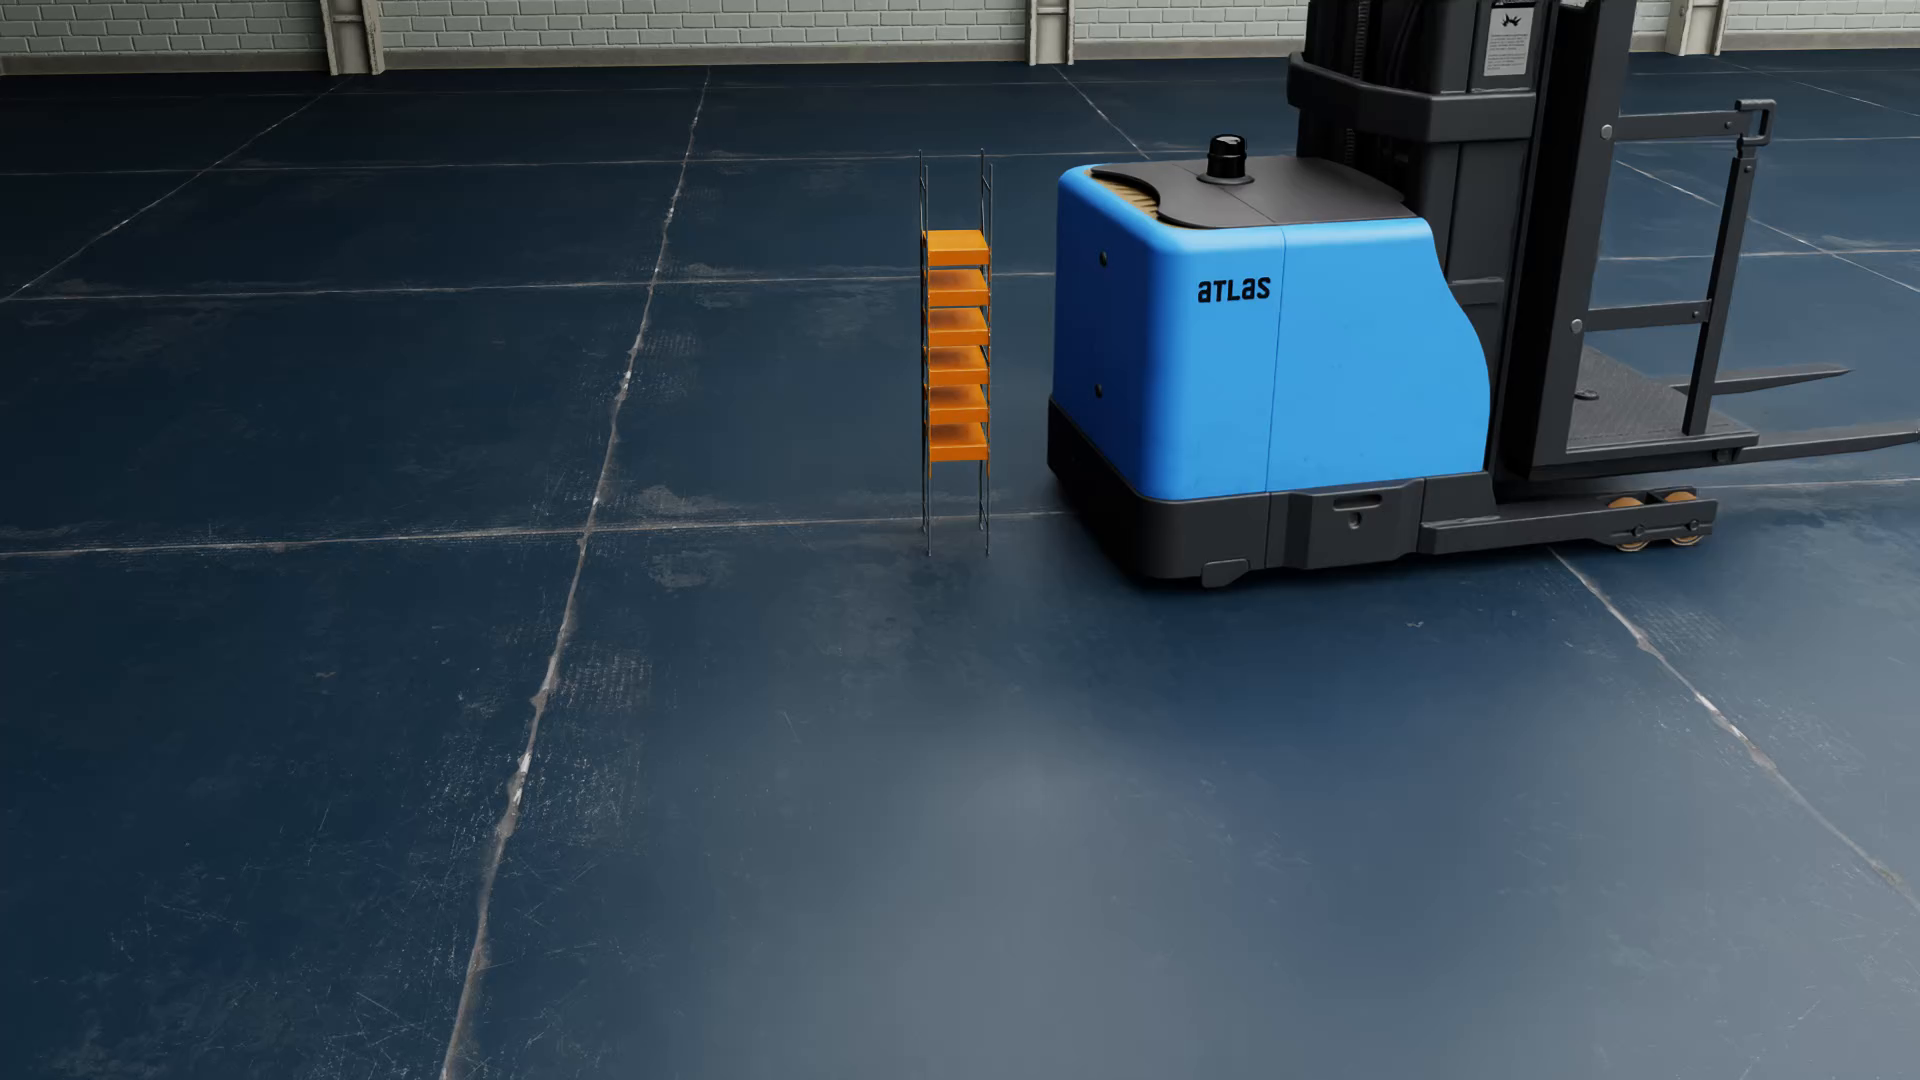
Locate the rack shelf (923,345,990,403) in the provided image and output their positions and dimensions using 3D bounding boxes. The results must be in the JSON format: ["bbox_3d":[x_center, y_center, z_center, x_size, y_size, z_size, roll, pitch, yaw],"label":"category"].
[{"bbox_3d":[-0.014,-0.507,5.023,0.180,0.103,0.258,-2,24,-5],"label":"rack shelf"}]

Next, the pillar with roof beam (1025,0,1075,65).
[{"bbox_3d":[1.218,-6.638,9.105,0.400,9.000,9.100,-2,24,-5],"label":"pillar with roof beam"}]

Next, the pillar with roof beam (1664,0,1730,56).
[{"bbox_3d":[7.189,-6.877,9.644,0.400,9.000,9.100,-2,24,-5],"label":"pillar with roof beam"}]

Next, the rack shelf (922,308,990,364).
[{"bbox_3d":[-0.014,-0.617,4.974,0.180,0.103,0.258,-2,24,-5],"label":"rack shelf"}]

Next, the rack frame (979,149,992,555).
[{"bbox_3d":[0.077,-0.551,5.013,0.006,1.200,0.240,-2,24,-5],"label":"rack frame"}]

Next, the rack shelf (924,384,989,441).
[{"bbox_3d":[-0.014,-0.397,5.072,0.180,0.103,0.258,-2,24,-5],"label":"rack shelf"}]

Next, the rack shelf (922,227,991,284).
[{"bbox_3d":[-0.014,-0.836,4.877,0.180,0.103,0.258,-2,24,-5],"label":"rack shelf"}]

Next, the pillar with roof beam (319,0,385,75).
[{"bbox_3d":[-4.753,-6.398,8.566,0.400,9.000,9.100,-2,24,-5],"label":"pillar with roof beam"}]

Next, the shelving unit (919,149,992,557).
[{"bbox_3d":[-0.014,-0.548,5.005,0.189,1.200,0.258,-2,24,-5],"label":"shelving unit"}]

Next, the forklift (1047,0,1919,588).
[{"bbox_3d":[1.870,-1.504,5.026,3.031,2.935,1.130,-6,25,-13],"label":"forklift"}]

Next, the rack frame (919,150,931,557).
[{"bbox_3d":[-0.105,-0.544,4.997,0.006,1.200,0.240,-2,24,-5],"label":"rack frame"}]

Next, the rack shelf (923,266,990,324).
[{"bbox_3d":[-0.014,-0.726,4.926,0.180,0.103,0.258,-2,24,-5],"label":"rack shelf"}]

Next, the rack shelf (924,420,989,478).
[{"bbox_3d":[-0.014,-0.288,5.121,0.180,0.103,0.258,-2,24,-5],"label":"rack shelf"}]
